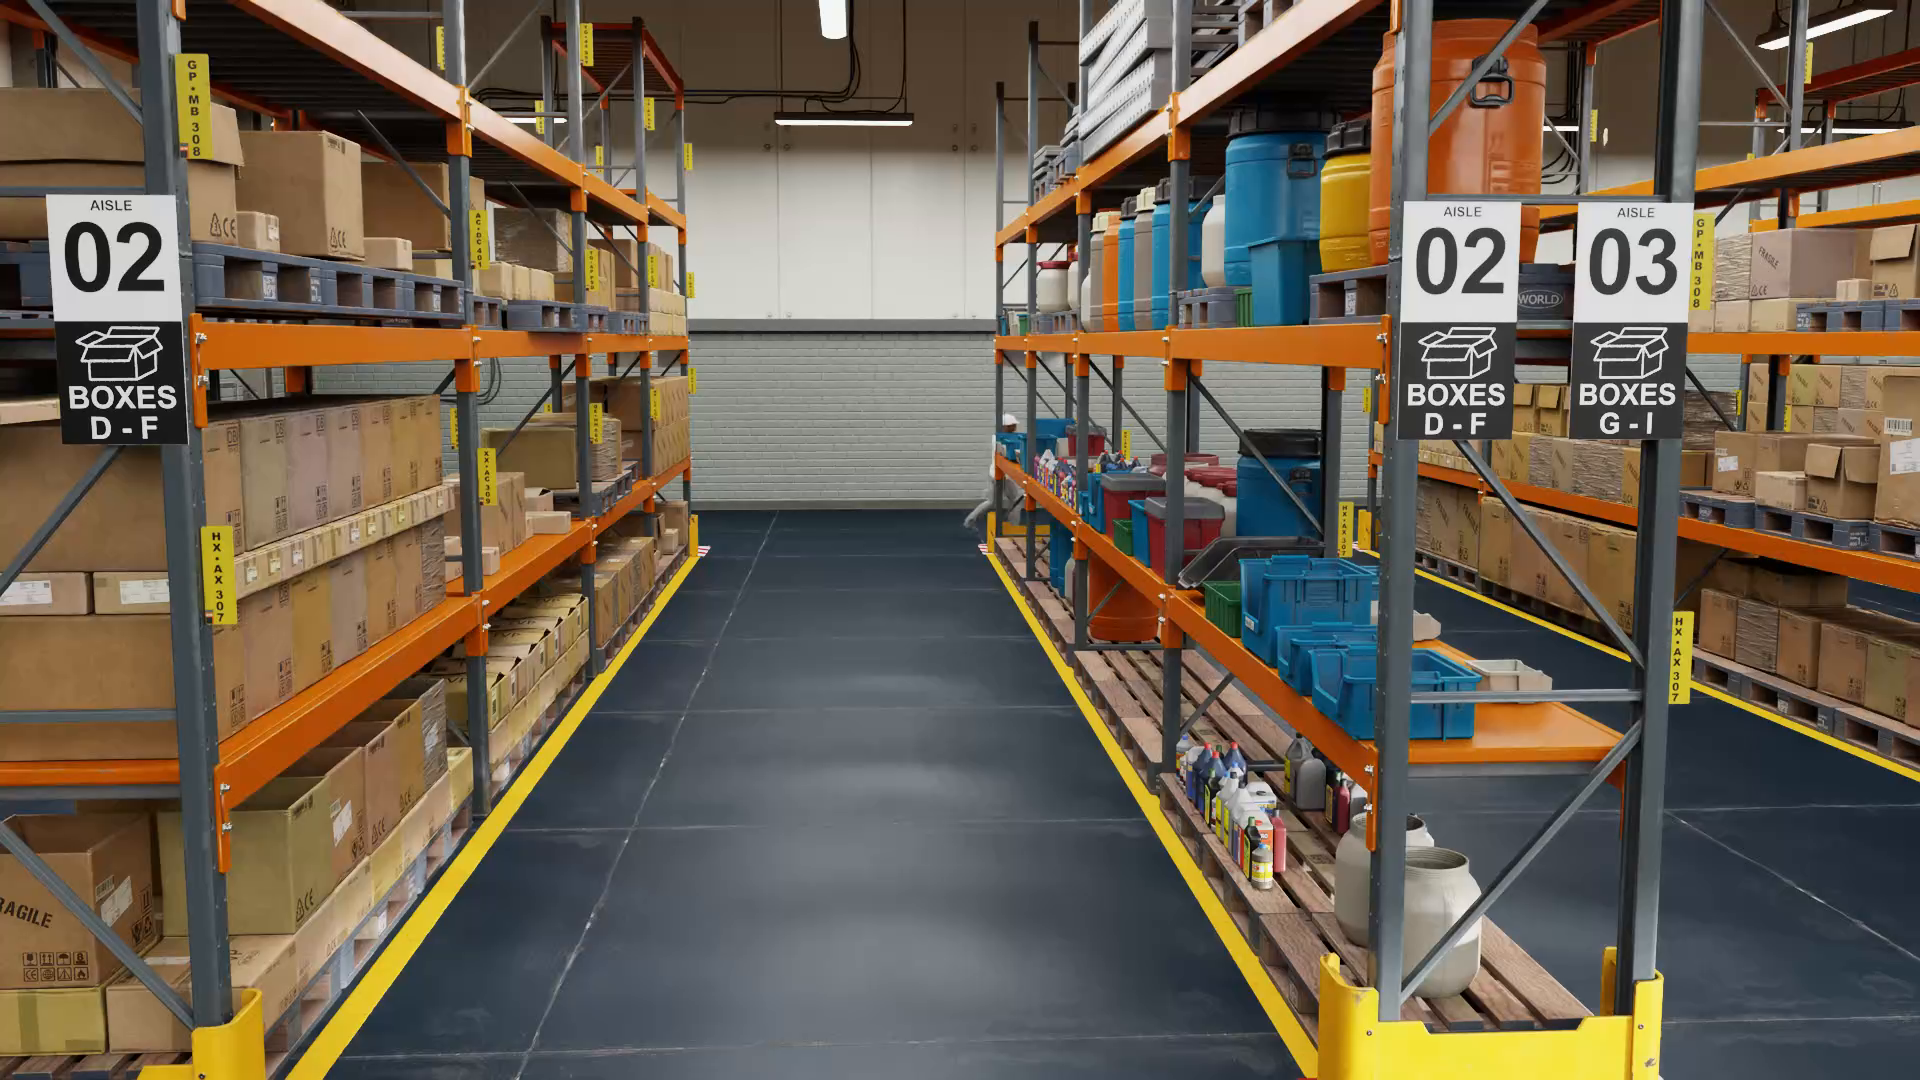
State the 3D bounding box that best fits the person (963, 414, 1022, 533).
[{"bbox_3d":[0.532,-0.869,22.982,0.930,1.741,0.628,-2,7,-17],"label":"person"}]
